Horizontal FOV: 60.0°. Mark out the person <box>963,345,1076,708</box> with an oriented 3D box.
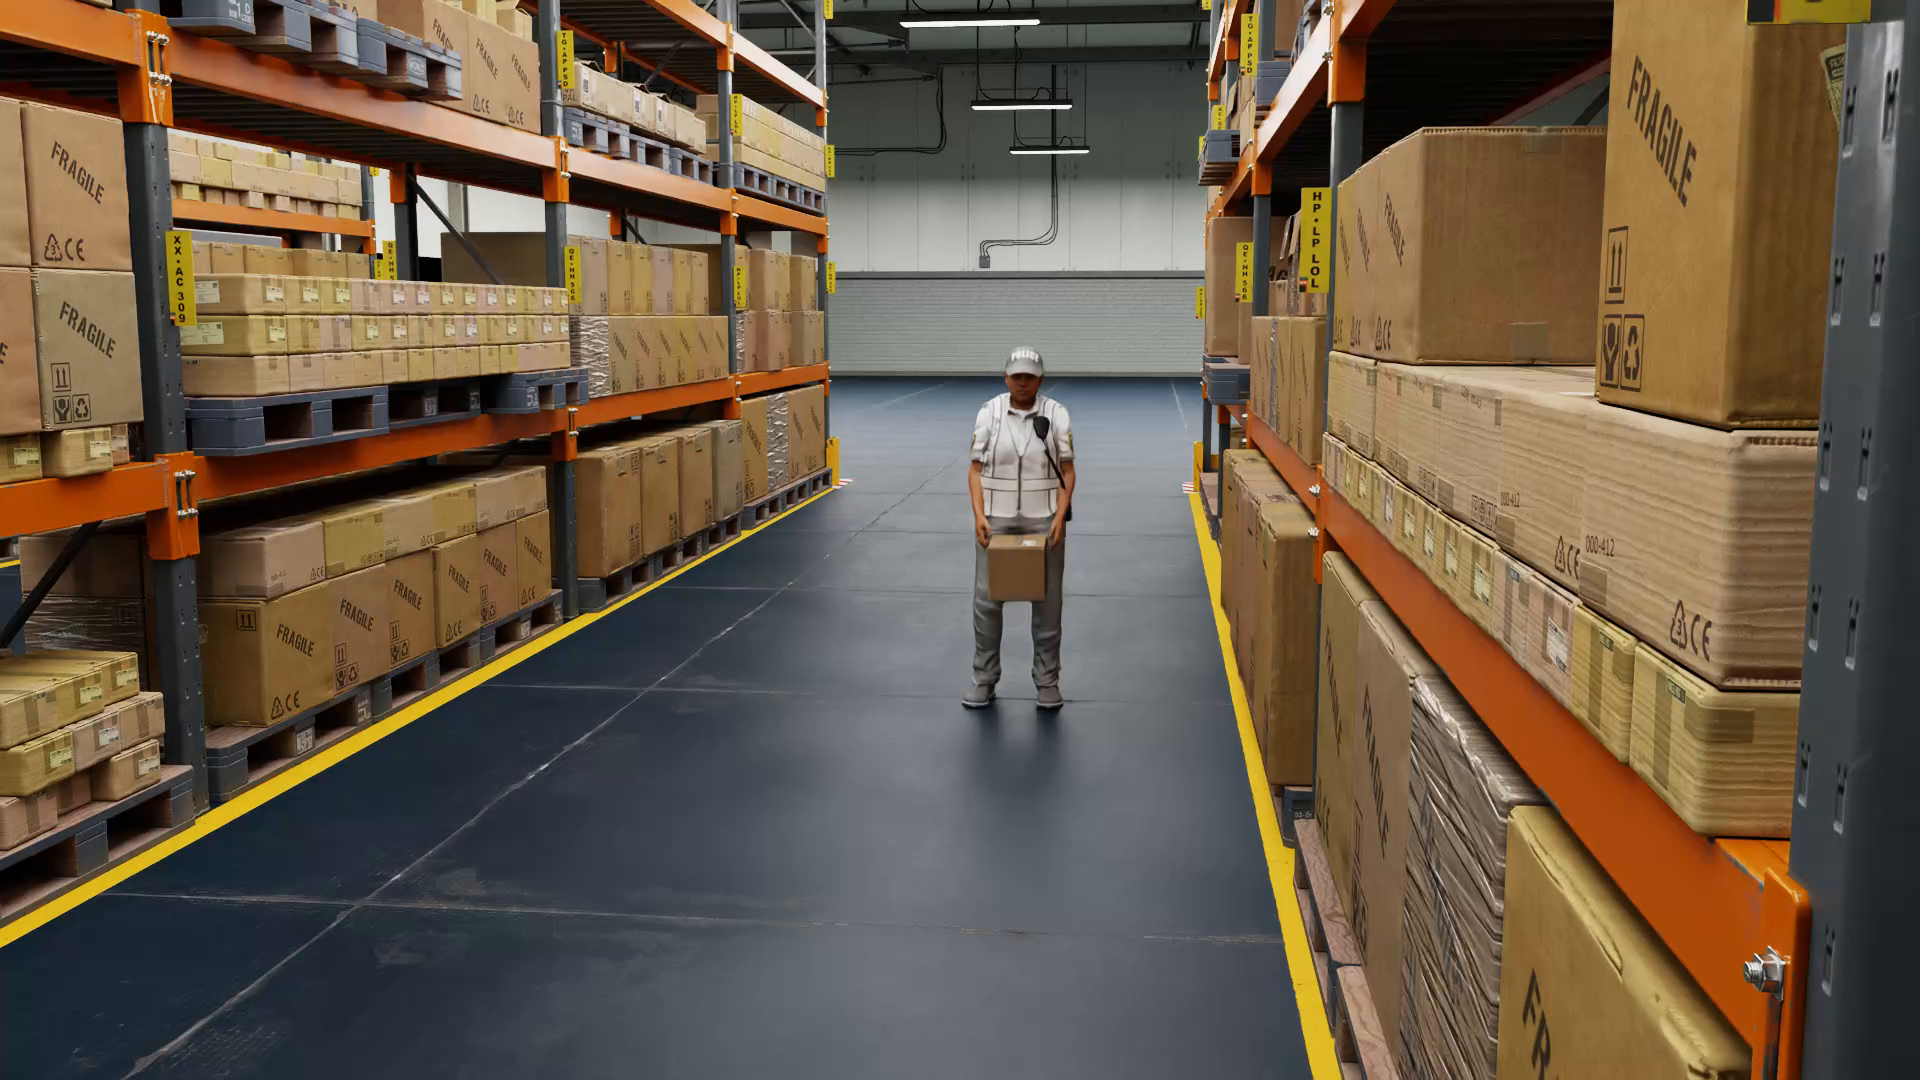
[{"bbox_3d":[0.279,-0.067,7.748,0.516,1.672,0.418,1,8,5],"label":"person"}]
